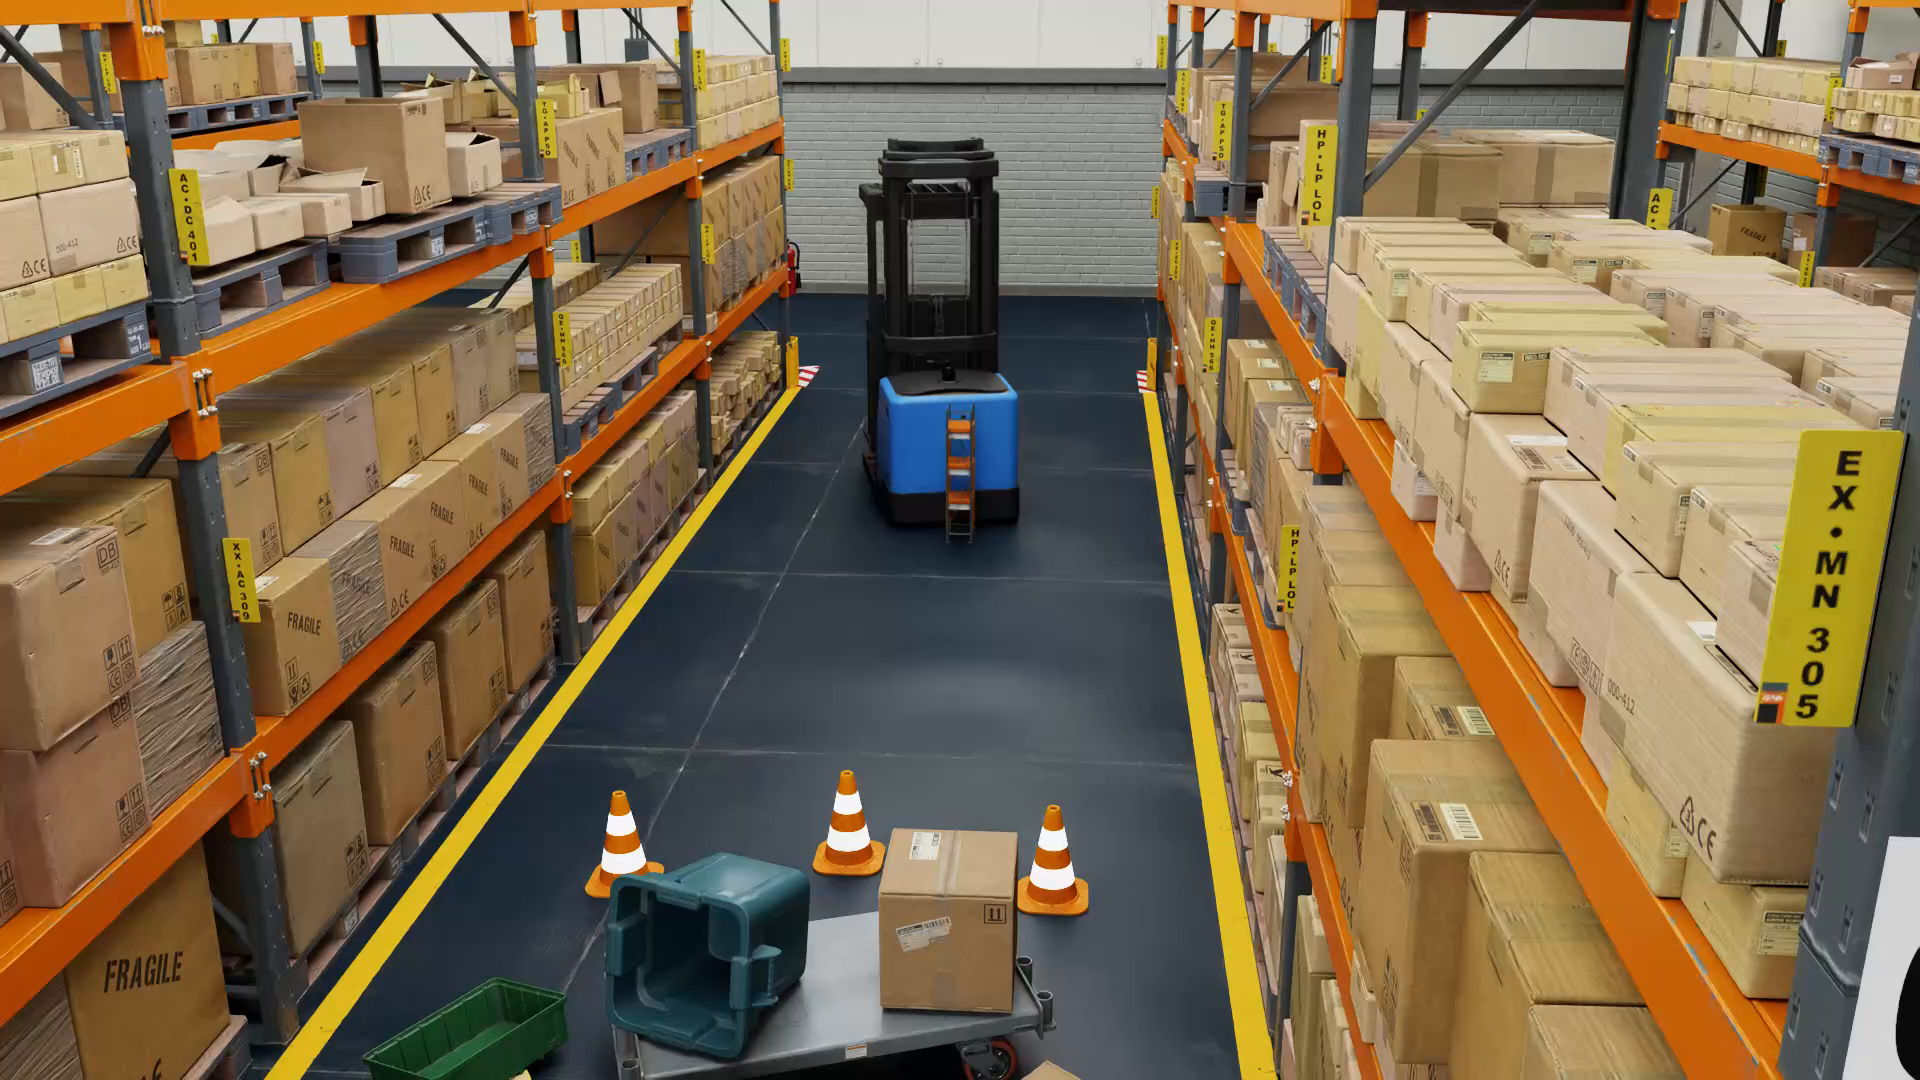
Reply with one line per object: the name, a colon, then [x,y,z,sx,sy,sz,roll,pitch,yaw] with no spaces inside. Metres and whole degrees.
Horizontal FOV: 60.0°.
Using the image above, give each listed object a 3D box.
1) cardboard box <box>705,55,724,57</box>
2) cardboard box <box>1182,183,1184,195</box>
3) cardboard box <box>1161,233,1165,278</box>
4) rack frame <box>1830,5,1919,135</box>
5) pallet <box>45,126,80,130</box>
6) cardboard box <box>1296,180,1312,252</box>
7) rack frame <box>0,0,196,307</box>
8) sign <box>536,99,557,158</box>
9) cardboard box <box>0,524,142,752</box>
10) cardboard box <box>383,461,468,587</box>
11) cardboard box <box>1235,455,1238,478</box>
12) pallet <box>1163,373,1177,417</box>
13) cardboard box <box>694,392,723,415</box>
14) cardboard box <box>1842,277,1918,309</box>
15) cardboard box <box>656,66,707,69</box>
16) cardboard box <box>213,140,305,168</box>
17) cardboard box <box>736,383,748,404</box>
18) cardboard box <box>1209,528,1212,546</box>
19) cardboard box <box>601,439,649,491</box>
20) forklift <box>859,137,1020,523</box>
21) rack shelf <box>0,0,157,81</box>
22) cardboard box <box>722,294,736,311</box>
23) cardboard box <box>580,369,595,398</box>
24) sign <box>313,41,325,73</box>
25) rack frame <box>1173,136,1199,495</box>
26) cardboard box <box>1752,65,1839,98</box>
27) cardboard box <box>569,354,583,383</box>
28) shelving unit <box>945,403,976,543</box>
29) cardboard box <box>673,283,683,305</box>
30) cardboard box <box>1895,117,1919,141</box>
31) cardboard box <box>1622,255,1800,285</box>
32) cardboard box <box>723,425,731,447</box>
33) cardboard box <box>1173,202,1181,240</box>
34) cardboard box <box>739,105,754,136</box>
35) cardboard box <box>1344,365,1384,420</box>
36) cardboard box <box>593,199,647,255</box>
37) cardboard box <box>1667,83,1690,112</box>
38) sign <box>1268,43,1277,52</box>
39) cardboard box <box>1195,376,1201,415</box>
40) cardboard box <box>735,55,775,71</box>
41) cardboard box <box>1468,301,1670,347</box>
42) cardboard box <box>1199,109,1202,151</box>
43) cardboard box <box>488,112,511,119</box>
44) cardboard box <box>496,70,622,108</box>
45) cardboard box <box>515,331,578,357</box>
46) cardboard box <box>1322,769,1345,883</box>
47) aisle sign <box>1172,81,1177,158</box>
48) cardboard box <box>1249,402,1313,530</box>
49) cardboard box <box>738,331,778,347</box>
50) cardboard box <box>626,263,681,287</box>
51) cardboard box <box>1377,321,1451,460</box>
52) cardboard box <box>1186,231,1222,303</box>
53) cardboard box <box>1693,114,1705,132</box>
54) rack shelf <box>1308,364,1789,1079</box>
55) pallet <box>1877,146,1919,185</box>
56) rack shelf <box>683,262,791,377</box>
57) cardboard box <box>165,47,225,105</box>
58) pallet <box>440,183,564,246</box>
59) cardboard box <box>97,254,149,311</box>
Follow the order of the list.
cardboard box: [-2.593,-4.825,16.813,0.380,0.149,0.250,1,18,3]
cardboard box: [2.157,-3.066,14.656,0.380,0.149,0.250,1,18,3]
cardboard box: [2.273,-2.808,16.514,0.500,0.500,0.500,1,18,3]
rack frame: [7.267,-4.560,12.386,1.000,3.000,0.127,1,18,4]
pallet: [-7.585,-3.088,13.021,0.805,0.209,1.217,1,18,2]
cardboard box: [1.718,-1.387,7.089,0.500,0.250,0.500,2,18,5]
rack frame: [-3.202,-2.264,5.380,1.000,3.000,0.127,1,18,4]
sign: [-2.363,-2.349,9.500,0.100,0.325,0.005,1,18,4]
cardboard box: [-3.187,0.290,5.246,0.875,0.550,0.550,1,18,4]
cardboard box: [-2.786,-0.087,8.212,0.500,0.500,0.500,2,18,5]
cardboard box: [1.701,-0.388,9.020,0.380,0.149,0.250,0,18,0]
pallet: [2.623,-1.485,17.117,1.003,0.211,1.213,1,18,4]
cardboard box: [-2.319,-1.212,14.752,0.380,0.149,0.250,2,18,7]
cardboard box: [6.972,-1.650,12.305,0.700,0.500,0.500,1,18,5]
cardboard box: [-2.352,-3.927,14.069,0.380,0.149,0.250,1,18,3]
cardboard box: [-3.260,-1.750,7.938,0.500,0.311,0.500,1,18,3]
cardboard box: [-2.227,-1.392,15.780,0.380,0.149,0.250,1,18,3]
cardboard box: [2.229,-0.256,11.623,0.875,0.875,0.875,2,18,5]
cardboard box: [-2.540,-0.543,11.898,0.500,0.250,0.500,1,18,4]
forklift: [-0.259,-1.944,14.149,1.130,2.935,3.031,-3,18,-8]
rack shelf: [-3.346,-1.111,3.658,1.077,0.370,4.000,1,18,4]
cardboard box: [-2.262,-2.186,15.180,0.380,0.149,0.250,2,18,5]
cardboard box: [-2.644,-1.037,10.999,0.380,0.149,0.250,2,18,7]
sign: [-6.742,-5.074,17.479,0.100,0.325,0.005,1,18,4]
rack frame: [2.316,-1.818,13.655,1.000,3.000,0.127,1,18,4]
cardboard box: [7.135,-3.919,14.209,0.500,0.250,0.500,2,18,5]
cardboard box: [-2.663,-1.107,10.734,0.380,0.149,0.250,2,18,7]
shelving unit: [0.004,-0.516,12.810,0.215,1.050,0.252,1,18,4]
cardboard box: [-2.461,-1.991,13.433,0.380,0.149,0.250,2,18,6]
cardboard box: [6.778,-2.861,11.587,0.380,0.149,0.250,1,18,3]
cardboard box: [1.999,-0.671,4.458,0.380,0.149,0.250,2,18,6]
cardboard box: [-2.263,-0.931,14.850,0.380,0.149,0.250,2,18,6]
cardboard box: [2.118,-2.651,14.430,0.500,0.500,0.500,1,18,3]
cardboard box: [-2.208,-3.869,15.336,0.500,0.250,0.500,2,18,6]
cardboard box: [1.398,-0.468,5.121,0.380,0.149,0.250,1,18,4]
cardboard box: [-2.865,-2.714,14.143,0.500,0.500,0.500,1,18,2]
cardboard box: [7.249,-4.315,16.220,0.500,0.250,0.500,1,18,3]
sign: [3.143,-4.853,16.804,0.100,0.325,0.005,1,18,4]
cardboard box: [1.879,-0.983,11.346,0.500,0.250,0.500,1,18,3]
cardboard box: [-2.073,-4.811,16.769,0.380,0.149,0.250,1,18,3]
cardboard box: [1.365,-0.443,3.765,0.380,0.149,0.250,2,18,5]
cardboard box: [1.835,-2.820,11.436,0.396,0.266,0.258,3,18,8]
cardboard box: [-3.105,-2.467,10.656,0.500,0.500,0.500,1,18,4]
cardboard box: [-2.871,-3.095,11.893,0.797,0.503,0.637,1,18,3]
cardboard box: [-2.673,-1.241,10.666,0.380,0.149,0.250,1,18,2]
cardboard box: [1.420,0.764,5.135,0.500,0.500,0.500,1,18,4]
aisle sign: [2.318,-4.325,17.130,0.394,0.787,0.004,1,18,4]
cardboard box: [1.660,-0.348,7.854,0.500,0.500,0.500,1,18,2]
cardboard box: [-2.127,-2.097,17.455,0.380,0.149,0.250,1,18,5]
cardboard box: [-2.463,-2.131,13.384,0.380,0.149,0.250,2,18,6]
cardboard box: [1.361,-0.383,4.221,0.500,0.250,0.500,1,18,4]
cardboard box: [1.988,-2.052,12.602,0.500,0.500,0.500,1,18,4]
cardboard box: [7.150,-3.927,15.676,0.380,0.149,0.250,2,18,5]
rack shelf: [1.599,0.204,3.822,1.077,0.370,4.000,1,18,4]
pallet: [7.079,-2.522,11.286,1.213,0.211,1.003,1,18,4]
rack shelf: [-2.486,-2.177,15.904,1.077,0.370,4.000,1,18,4]
cardboard box: [-7.351,-4.330,15.508,0.700,0.500,0.500,2,18,6]
pallet: [-2.909,-1.790,9.054,1.213,0.211,1.003,2,18,6]
cardboard box: [-2.910,-0.846,5.438,0.380,0.149,0.250,1,18,4]
